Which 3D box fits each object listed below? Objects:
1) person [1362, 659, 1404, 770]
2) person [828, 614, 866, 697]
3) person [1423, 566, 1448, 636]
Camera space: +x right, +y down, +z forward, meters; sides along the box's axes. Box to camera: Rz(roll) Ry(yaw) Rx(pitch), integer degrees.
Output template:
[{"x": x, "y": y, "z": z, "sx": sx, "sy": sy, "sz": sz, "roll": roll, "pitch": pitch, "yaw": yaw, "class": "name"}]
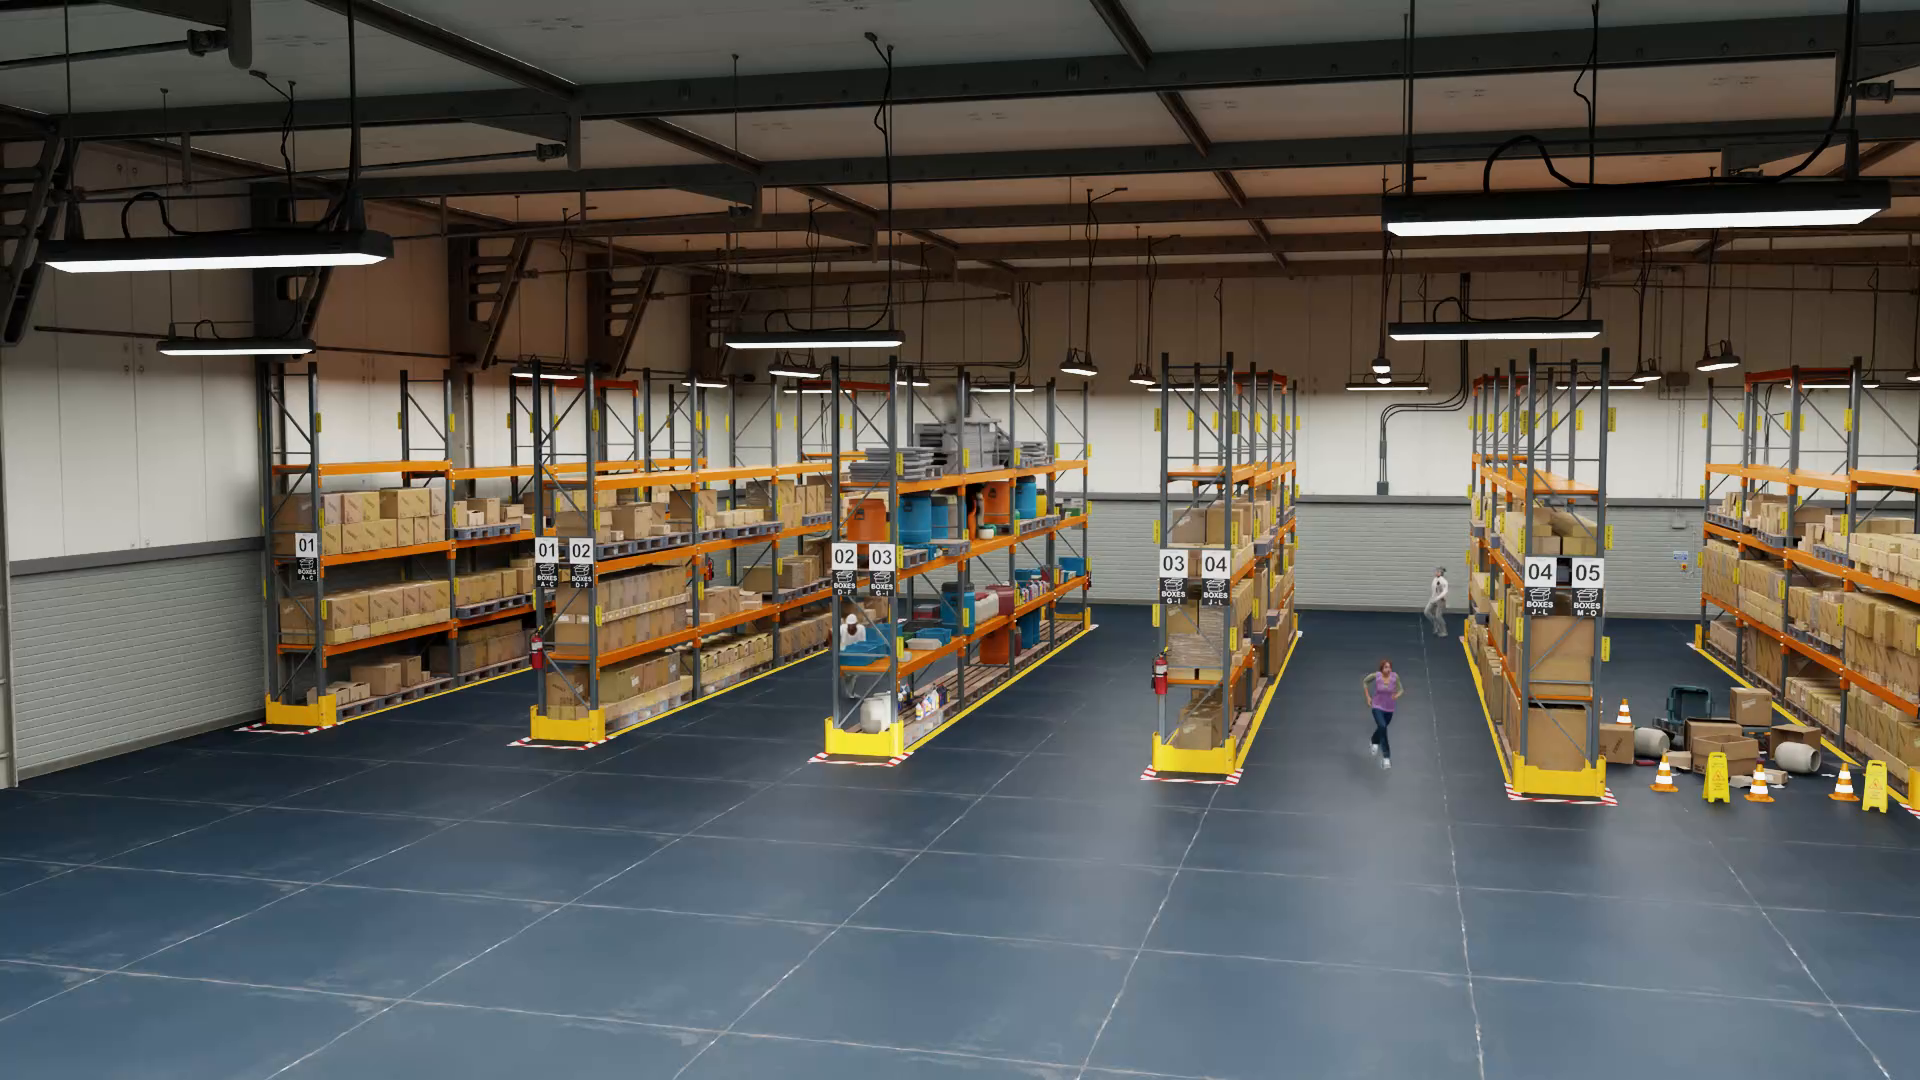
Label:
[{"x": 6.189, "y": 2.506, "z": 24.401, "sx": 0.538, "sy": 1.595, "sz": 0.939, "roll": 0, "pitch": 4, "yaw": -4, "class": "person"}, {"x": -2.010, "y": 2.095, "z": 29.976, "sx": 0.739, "sy": 1.578, "sz": 0.891, "roll": -1, "pitch": 4, "yaw": -8, "class": "person"}, {"x": 11.189, "y": 1.426, "z": 39.001, "sx": 0.564, "sy": 1.657, "sz": 0.636, "roll": -1, "pitch": 4, "yaw": -17, "class": "person"}]
